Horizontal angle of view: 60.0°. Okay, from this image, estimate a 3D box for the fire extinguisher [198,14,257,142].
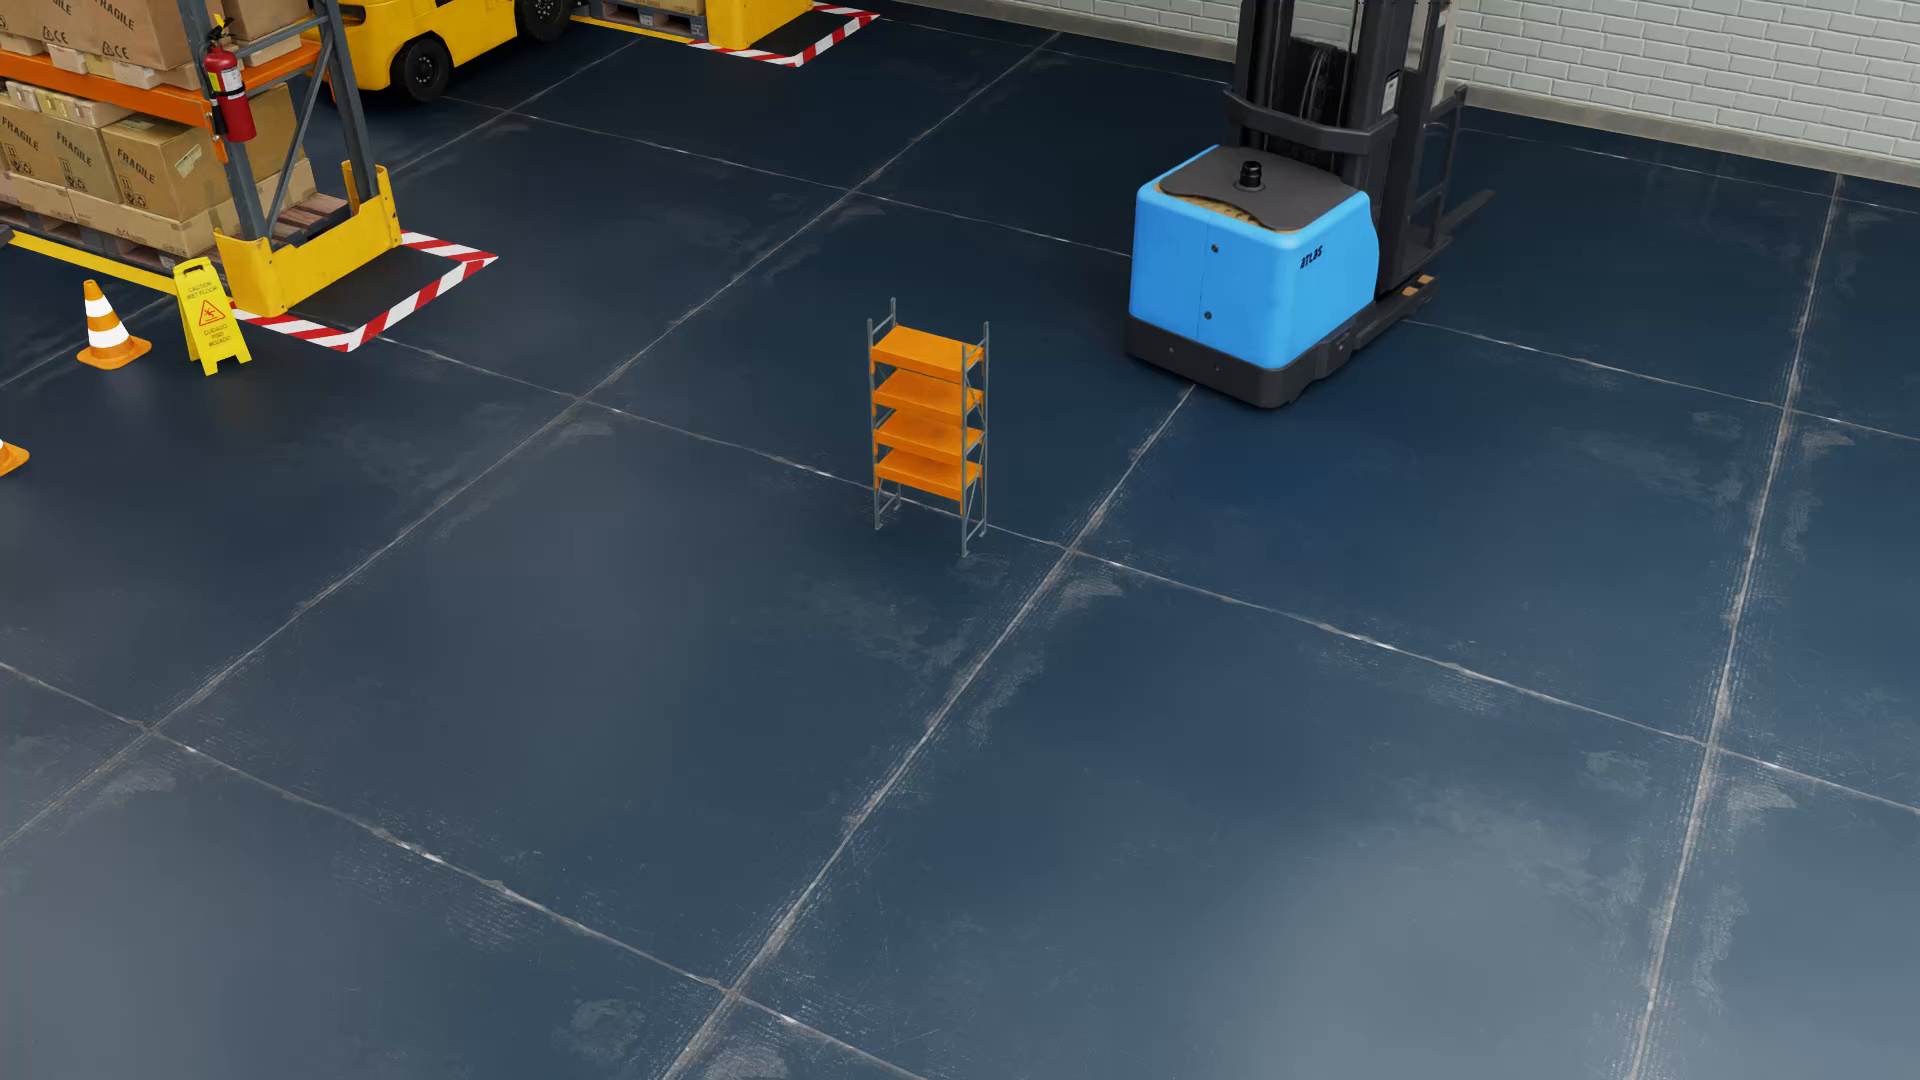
[{"bbox_3d":[-4.071,-2.553,9.216,0.183,0.674,0.296,17,41,21],"label":"fire extinguisher"}]

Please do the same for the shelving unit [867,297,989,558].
[{"bbox_3d":[-0.147,-0.524,7.968,0.503,1.200,0.258,17,41,21],"label":"shelving unit"}]

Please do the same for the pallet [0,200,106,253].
[{"bbox_3d":[-5.813,-2.359,11.202,1.213,0.211,1.003,17,41,21],"label":"pallet"}]

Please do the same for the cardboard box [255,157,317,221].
[{"bbox_3d":[-4.550,-2.308,10.756,0.500,0.250,0.500,17,40,21],"label":"cardboard box"}]

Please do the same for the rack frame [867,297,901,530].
[{"bbox_3d":[-0.364,-0.592,8.057,0.015,1.200,0.240,17,41,21],"label":"rack frame"}]

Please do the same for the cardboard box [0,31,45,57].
[{"bbox_3d":[-5.560,-3.070,10.042,0.250,0.149,0.380,17,40,21],"label":"cardboard box"}]

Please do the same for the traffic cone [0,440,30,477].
[{"bbox_3d":[-5.145,-0.589,8.663,0.334,0.463,0.336,17,41,21],"label":"traffic cone"}]

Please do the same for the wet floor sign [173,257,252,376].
[{"bbox_3d":[-4.284,-1.298,9.446,0.267,0.644,0.232,-29,46,-33],"label":"wet floor sign"}]

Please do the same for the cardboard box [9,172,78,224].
[{"bbox_3d":[-5.726,-2.306,10.754,0.500,0.250,0.500,16,40,20],"label":"cardboard box"}]

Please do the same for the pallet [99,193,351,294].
[{"bbox_3d":[-4.734,-2.019,10.754,1.213,0.211,1.003,17,41,21],"label":"pallet"}]

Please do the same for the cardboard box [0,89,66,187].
[{"bbox_3d":[-5.702,-2.604,10.526,0.500,0.500,0.500,16,40,20],"label":"cardboard box"}]

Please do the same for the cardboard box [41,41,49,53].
[{"bbox_3d":[-5.291,-3.048,10.012,0.250,0.149,0.380,18,41,22],"label":"cardboard box"}]

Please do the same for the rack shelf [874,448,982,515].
[{"bbox_3d":[-0.147,-0.312,8.128,0.480,0.148,0.258,17,41,21],"label":"rack shelf"}]

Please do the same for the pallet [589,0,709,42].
[{"bbox_3d":[-2.380,-4.609,14.167,1.213,0.211,1.003,17,41,21],"label":"pallet"}]

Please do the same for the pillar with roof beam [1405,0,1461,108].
[{"bbox_3d":[1.463,-4.617,6.909,0.400,9.000,9.100,17,41,21],"label":"pillar with roof beam"}]

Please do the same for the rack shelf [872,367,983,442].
[{"bbox_3d":[-0.147,-0.649,7.873,0.480,0.148,0.258,17,41,21],"label":"rack shelf"}]

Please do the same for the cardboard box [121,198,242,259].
[{"bbox_3d":[-4.824,-2.022,10.380,0.500,0.250,0.500,17,40,21],"label":"cardboard box"}]

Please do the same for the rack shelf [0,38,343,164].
[{"bbox_3d":[-5.737,-3.133,10.511,4.000,0.370,1.077,17,41,21],"label":"rack shelf"}]

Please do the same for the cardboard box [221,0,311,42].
[{"bbox_3d":[-4.254,-3.302,9.810,0.500,0.500,0.500,17,40,21],"label":"cardboard box"}]

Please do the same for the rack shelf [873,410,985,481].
[{"bbox_3d":[-0.147,-0.470,8.008,0.480,0.148,0.258,17,41,21],"label":"rack shelf"}]

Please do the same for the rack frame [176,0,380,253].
[{"bbox_3d":[-3.961,-2.863,9.561,0.127,3.000,1.000,17,41,21],"label":"rack frame"}]

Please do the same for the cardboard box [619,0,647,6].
[{"bbox_3d":[-2.681,-4.706,13.915,0.500,0.250,0.500,17,41,21],"label":"cardboard box"}]

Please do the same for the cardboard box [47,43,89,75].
[{"bbox_3d":[-5.128,-2.901,9.819,0.250,0.149,0.380,18,41,22],"label":"cardboard box"}]

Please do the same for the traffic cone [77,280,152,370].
[{"bbox_3d":[-4.936,-1.280,9.573,0.334,0.463,0.336,17,41,21],"label":"traffic cone"}]

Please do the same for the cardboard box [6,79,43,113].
[{"bbox_3d":[-5.604,-2.787,10.230,0.250,0.149,0.380,19,41,23],"label":"cardboard box"}]

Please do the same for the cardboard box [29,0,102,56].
[{"bbox_3d":[-5.012,-3.166,9.631,0.500,0.500,0.500,17,41,22],"label":"cardboard box"}]

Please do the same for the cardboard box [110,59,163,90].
[{"bbox_3d":[-4.668,-2.763,9.637,0.250,0.149,0.380,17,40,21],"label":"cardboard box"}]

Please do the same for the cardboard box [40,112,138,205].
[{"bbox_3d":[-5.257,-2.460,10.336,0.500,0.500,0.500,19,41,23],"label":"cardboard box"}]

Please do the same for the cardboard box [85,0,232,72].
[{"bbox_3d":[-4.570,-3.025,9.445,0.500,0.500,0.500,17,40,21],"label":"cardboard box"}]

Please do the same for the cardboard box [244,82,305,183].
[{"bbox_3d":[-4.572,-2.613,10.538,0.500,0.500,0.500,16,40,20],"label":"cardboard box"}]

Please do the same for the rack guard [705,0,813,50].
[{"bbox_3d":[-1.660,-4.527,13.820,0.348,0.500,1.175,17,41,21],"label":"rack guard"}]

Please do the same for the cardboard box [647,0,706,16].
[{"bbox_3d":[-2.244,-4.562,13.726,0.500,0.250,0.500,18,41,22],"label":"cardboard box"}]

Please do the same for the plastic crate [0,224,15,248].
[{"bbox_3d":[-6.496,-1.936,10.754,0.583,0.080,0.402,4,37,6],"label":"plastic crate"}]

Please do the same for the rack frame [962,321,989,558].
[{"bbox_3d":[0.070,-0.456,7.878,0.015,1.200,0.240,17,41,21],"label":"rack frame"}]

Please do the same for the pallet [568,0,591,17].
[{"bbox_3d":[-3.459,-4.949,14.614,1.213,0.211,1.003,17,41,21],"label":"pallet"}]

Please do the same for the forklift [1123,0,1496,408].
[{"bbox_3d":[2.282,-2.709,9.414,1.130,2.935,3.031,27,45,31],"label":"forklift"}]

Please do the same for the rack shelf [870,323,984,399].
[{"bbox_3d":[-0.147,-0.837,7.730,0.480,0.148,0.258,17,41,21],"label":"rack shelf"}]

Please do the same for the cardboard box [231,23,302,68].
[{"bbox_3d":[-4.168,-2.969,9.908,0.250,0.149,0.380,18,41,22],"label":"cardboard box"}]

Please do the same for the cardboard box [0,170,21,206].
[{"bbox_3d":[-6.162,-2.450,10.943,0.500,0.250,0.500,17,40,21],"label":"cardboard box"}]

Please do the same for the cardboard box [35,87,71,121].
[{"bbox_3d":[-5.371,-2.713,10.133,0.250,0.149,0.380,18,41,22],"label":"cardboard box"}]

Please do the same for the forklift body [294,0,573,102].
[{"bbox_3d":[-4.205,-4.739,12.734,1.214,2.155,2.313,17,41,21],"label":"forklift body"}]

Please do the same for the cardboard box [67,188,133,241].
[{"bbox_3d":[-5.259,-2.164,10.566,0.500,0.250,0.500,18,41,22],"label":"cardboard box"}]

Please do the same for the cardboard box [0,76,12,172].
[{"bbox_3d":[-6.173,-2.750,10.718,0.500,0.500,0.500,20,41,24],"label":"cardboard box"}]

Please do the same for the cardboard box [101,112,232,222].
[{"bbox_3d":[-4.792,-2.317,10.148,0.500,0.500,0.500,18,41,22],"label":"cardboard box"}]

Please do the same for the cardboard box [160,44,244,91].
[{"bbox_3d":[-4.392,-2.752,9.623,0.250,0.149,0.380,19,41,23],"label":"cardboard box"}]

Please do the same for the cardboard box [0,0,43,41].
[{"bbox_3d":[-5.455,-3.307,9.817,0.500,0.500,0.500,17,40,21],"label":"cardboard box"}]

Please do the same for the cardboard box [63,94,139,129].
[{"bbox_3d":[-5.149,-2.641,10.038,0.250,0.149,0.380,19,41,23],"label":"cardboard box"}]

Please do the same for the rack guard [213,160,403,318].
[{"bbox_3d":[-4.029,-1.889,10.344,0.348,0.500,1.175,17,41,21],"label":"rack guard"}]

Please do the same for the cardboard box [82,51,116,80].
[{"bbox_3d":[-4.885,-2.846,9.746,0.250,0.149,0.380,17,40,21],"label":"cardboard box"}]
